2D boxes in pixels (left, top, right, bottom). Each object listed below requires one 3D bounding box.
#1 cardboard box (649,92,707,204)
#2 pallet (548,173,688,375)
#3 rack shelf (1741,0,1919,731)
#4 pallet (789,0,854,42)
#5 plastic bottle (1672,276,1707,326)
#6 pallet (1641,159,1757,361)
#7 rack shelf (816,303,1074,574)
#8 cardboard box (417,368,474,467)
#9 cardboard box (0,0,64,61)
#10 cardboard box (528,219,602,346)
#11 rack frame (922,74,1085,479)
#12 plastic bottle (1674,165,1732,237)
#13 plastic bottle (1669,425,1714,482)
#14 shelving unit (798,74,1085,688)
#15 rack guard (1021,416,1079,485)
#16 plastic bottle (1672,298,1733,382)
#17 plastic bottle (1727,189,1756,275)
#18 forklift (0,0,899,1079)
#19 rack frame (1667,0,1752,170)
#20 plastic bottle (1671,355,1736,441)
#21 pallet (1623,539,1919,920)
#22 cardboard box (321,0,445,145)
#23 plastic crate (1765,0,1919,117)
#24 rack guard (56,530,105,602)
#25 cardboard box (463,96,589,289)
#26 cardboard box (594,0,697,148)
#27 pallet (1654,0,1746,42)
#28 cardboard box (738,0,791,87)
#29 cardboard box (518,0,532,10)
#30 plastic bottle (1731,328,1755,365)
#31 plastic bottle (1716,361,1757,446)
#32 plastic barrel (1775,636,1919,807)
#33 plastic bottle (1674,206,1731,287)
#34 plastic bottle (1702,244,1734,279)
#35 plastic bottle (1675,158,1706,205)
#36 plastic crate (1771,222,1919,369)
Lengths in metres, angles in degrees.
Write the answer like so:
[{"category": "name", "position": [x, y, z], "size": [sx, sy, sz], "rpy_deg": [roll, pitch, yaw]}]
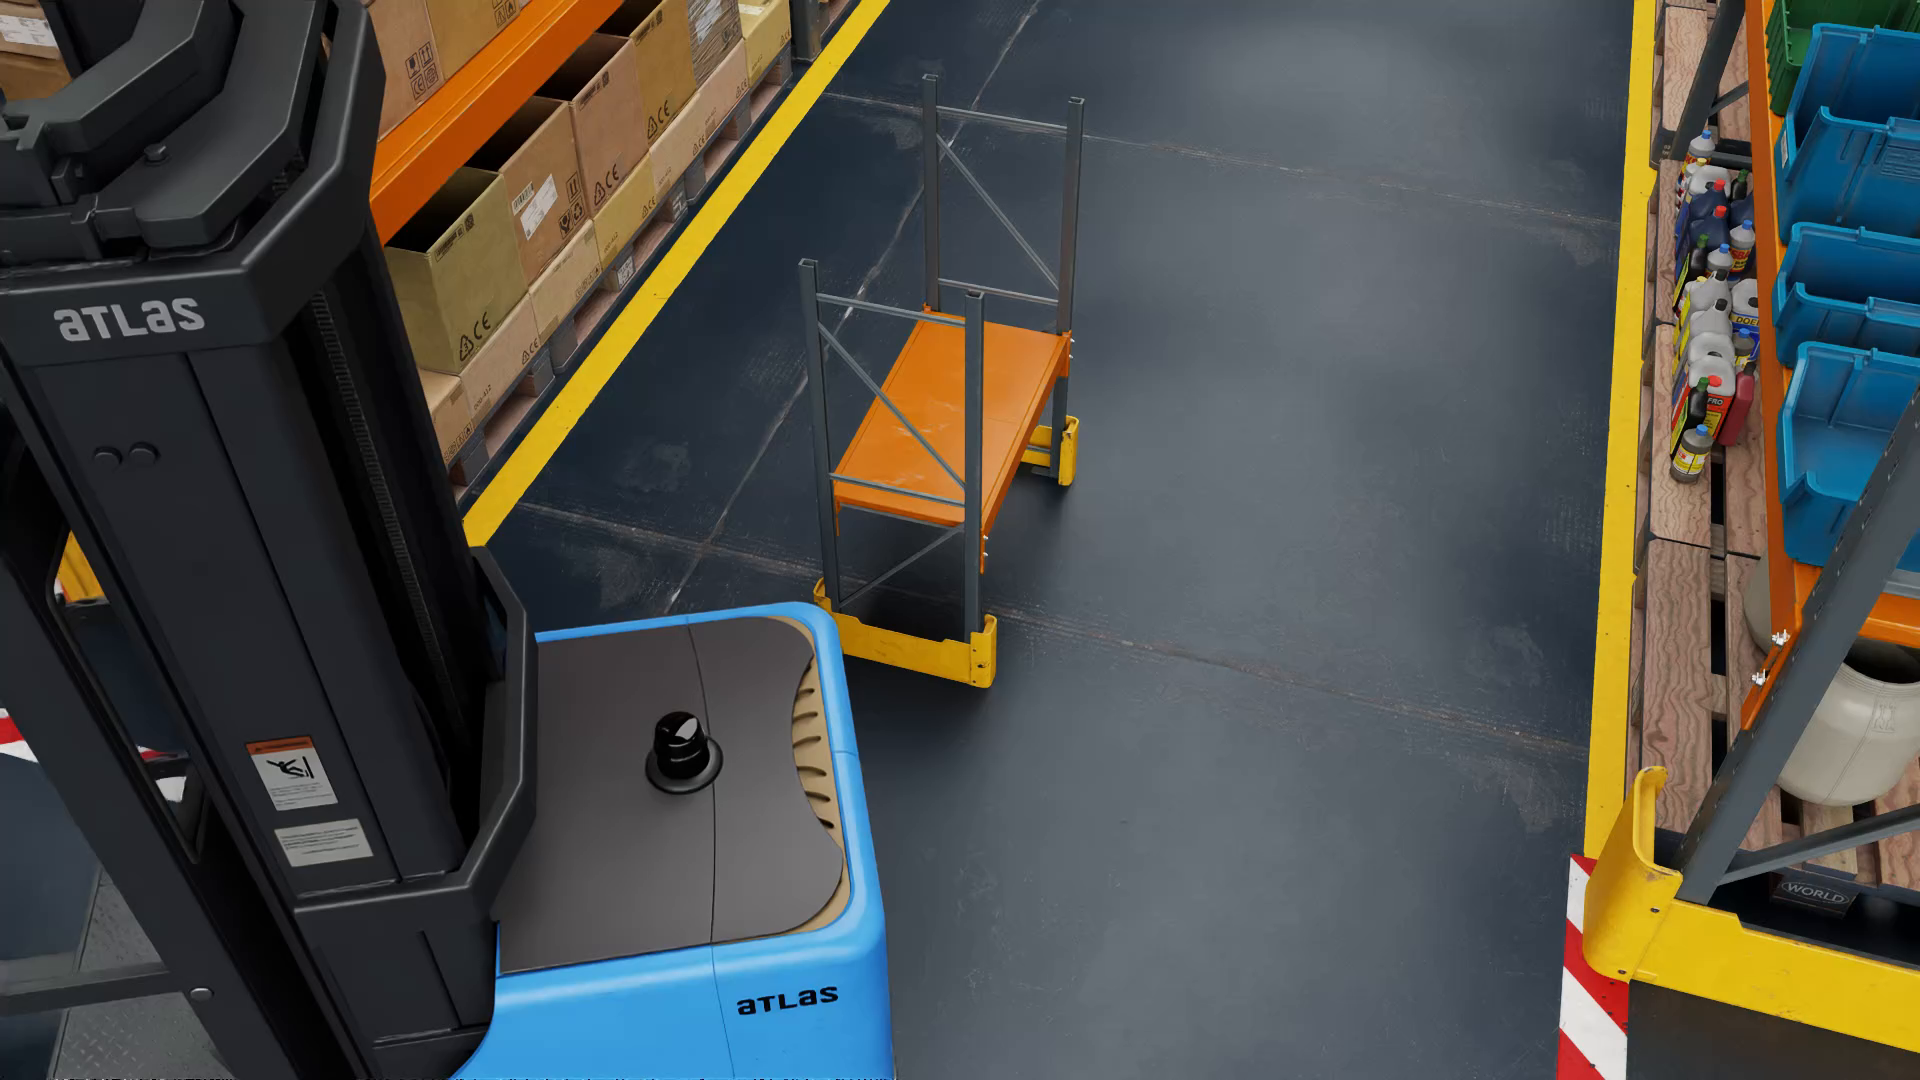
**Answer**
[{"category": "cardboard box", "position": [-1.408, -1.689, 6.997], "size": [0.500, 0.250, 0.500], "rpy_deg": [13, 46, 13]}, {"category": "pallet", "position": [-1.826, -1.211, 6.836], "size": [1.003, 0.211, 1.213], "rpy_deg": [13, 46, 13]}, {"category": "rack shelf", "position": [2.936, -0.903, 5.042], "size": [1.077, 0.370, 4.000], "rpy_deg": [13, 46, 13]}, {"category": "pallet", "position": [-0.992, -3.047, 8.713], "size": [1.003, 0.211, 1.213], "rpy_deg": [13, 46, 13]}, {"category": "plastic bottle", "position": [2.737, -0.890, 6.201], "size": [0.097, 0.201, 0.097], "rpy_deg": [0, 44, 0]}, {"category": "pallet", "position": [3.299, -1.057, 6.680], "size": [1.003, 0.211, 1.213], "rpy_deg": [13, 46, 13]}, {"category": "rack shelf", "position": [-0.026, -0.351, 5.293], "size": [0.538, 0.185, 1.000], "rpy_deg": [13, 46, 13]}, {"category": "cardboard box", "position": [-2.015, -0.356, 5.635], "size": [0.500, 0.250, 0.500], "rpy_deg": [13, 46, 13]}, {"category": "cardboard box", "position": [-2.455, -1.441, 4.542], "size": [0.380, 0.149, 0.250], "rpy_deg": [12, 46, 12]}, {"category": "cardboard box", "position": [-1.715, -1.023, 6.317], "size": [0.500, 0.250, 0.500], "rpy_deg": [13, 46, 13]}, {"category": "rack frame", "position": [0.128, -0.818, 5.514], "size": [0.500, 1.500, 0.032], "rpy_deg": [13, 46, 13]}, {"category": "plastic bottle", "position": [2.956, -1.336, 6.603], "size": [0.152, 0.276, 0.135], "rpy_deg": [14, 46, 14]}, {"category": "plastic bottle", "position": [2.469, -0.301, 5.599], "size": [0.097, 0.201, 0.097], "rpy_deg": [0, 44, 0]}, {"category": "shelving unit", "position": [-0.023, -0.485, 5.174], "size": [0.587, 1.500, 1.083], "rpy_deg": [13, 46, 13]}, {"category": "rack guard", "position": [0.128, -0.370, 5.950], "size": [0.587, 0.250, 0.087], "rpy_deg": [13, 46, 13]}, {"category": "plastic bottle", "position": [2.660, -0.720, 5.921], "size": [0.144, 0.351, 0.185], "rpy_deg": [14, 46, 14]}, {"category": "plastic bottle", "position": [3.040, -1.223, 6.434], "size": [0.144, 0.351, 0.185], "rpy_deg": [13, 46, 13]}, {"category": "forklift", "position": [-1.708, 0.367, 3.279], "size": [3.031, 2.935, 1.130], "rpy_deg": [-7, 45, -7]}, {"category": "rack frame", "position": [3.542, -2.493, 6.153], "size": [1.000, 3.000, 0.127], "rpy_deg": [13, 46, 13]}, {"category": "plastic bottle", "position": [2.571, -0.490, 5.738], "size": [0.152, 0.276, 0.135], "rpy_deg": [13, 46, 13]}, {"category": "pallet", "position": [2.560, 0.569, 5.018], "size": [1.003, 0.211, 1.213], "rpy_deg": [13, 46, 13]}, {"category": "cardboard box", "position": [-2.081, -1.573, 5.142], "size": [0.700, 0.500, 0.500], "rpy_deg": [14, 46, 14]}, {"category": "plastic crate", "position": [2.862, -1.572, 5.363], "size": [0.450, 0.188, 0.662], "rpy_deg": [13, 46, 13]}, {"category": "rack guard", "position": [-2.396, 0.031, 5.361], "size": [1.175, 0.500, 0.348], "rpy_deg": [13, 46, 13]}, {"category": "cardboard box", "position": [-1.726, -1.294, 6.057], "size": [0.500, 0.500, 0.500], "rpy_deg": [13, 46, 13]}, {"category": "cardboard box", "position": [-1.420, -1.960, 6.737], "size": [0.500, 0.500, 0.500], "rpy_deg": [13, 46, 13]}, {"category": "pallet", "position": [4.111, -2.844, 8.505], "size": [1.003, 0.211, 1.213], "rpy_deg": [13, 46, 13]}, {"category": "cardboard box", "position": [-1.110, -2.356, 7.679], "size": [0.500, 0.250, 0.500], "rpy_deg": [13, 46, 13]}, {"category": "cardboard box", "position": [-1.769, -2.255, 5.838], "size": [0.700, 0.500, 0.500], "rpy_deg": [14, 46, 14]}, {"category": "plastic bottle", "position": [2.788, -0.670, 5.976], "size": [0.097, 0.201, 0.097], "rpy_deg": [0, 44, 0]}, {"category": "plastic bottle", "position": [2.673, -0.470, 5.713], "size": [0.061, 0.283, 0.133], "rpy_deg": [13, 46, 13]}, {"category": "plastic barrel", "position": [2.457, 0.458, 4.616], "size": [0.421, 0.512, 0.421], "rpy_deg": [0, 44, 0]}, {"category": "plastic bottle", "position": [2.845, -1.127, 6.337], "size": [0.144, 0.351, 0.185], "rpy_deg": [11, 45, 11]}, {"category": "plastic bottle", "position": [2.836, -0.993, 6.256], "size": [0.097, 0.271, 0.097], "rpy_deg": [0, 44, 0]}, {"category": "plastic bottle", "position": [2.997, -1.463, 6.786], "size": [0.097, 0.201, 0.097], "rpy_deg": [0, 44, 0]}, {"category": "plastic crate", "position": [2.399, -0.602, 4.327], "size": [0.499, 0.251, 0.408], "rpy_deg": [13, 46, 13]}]
